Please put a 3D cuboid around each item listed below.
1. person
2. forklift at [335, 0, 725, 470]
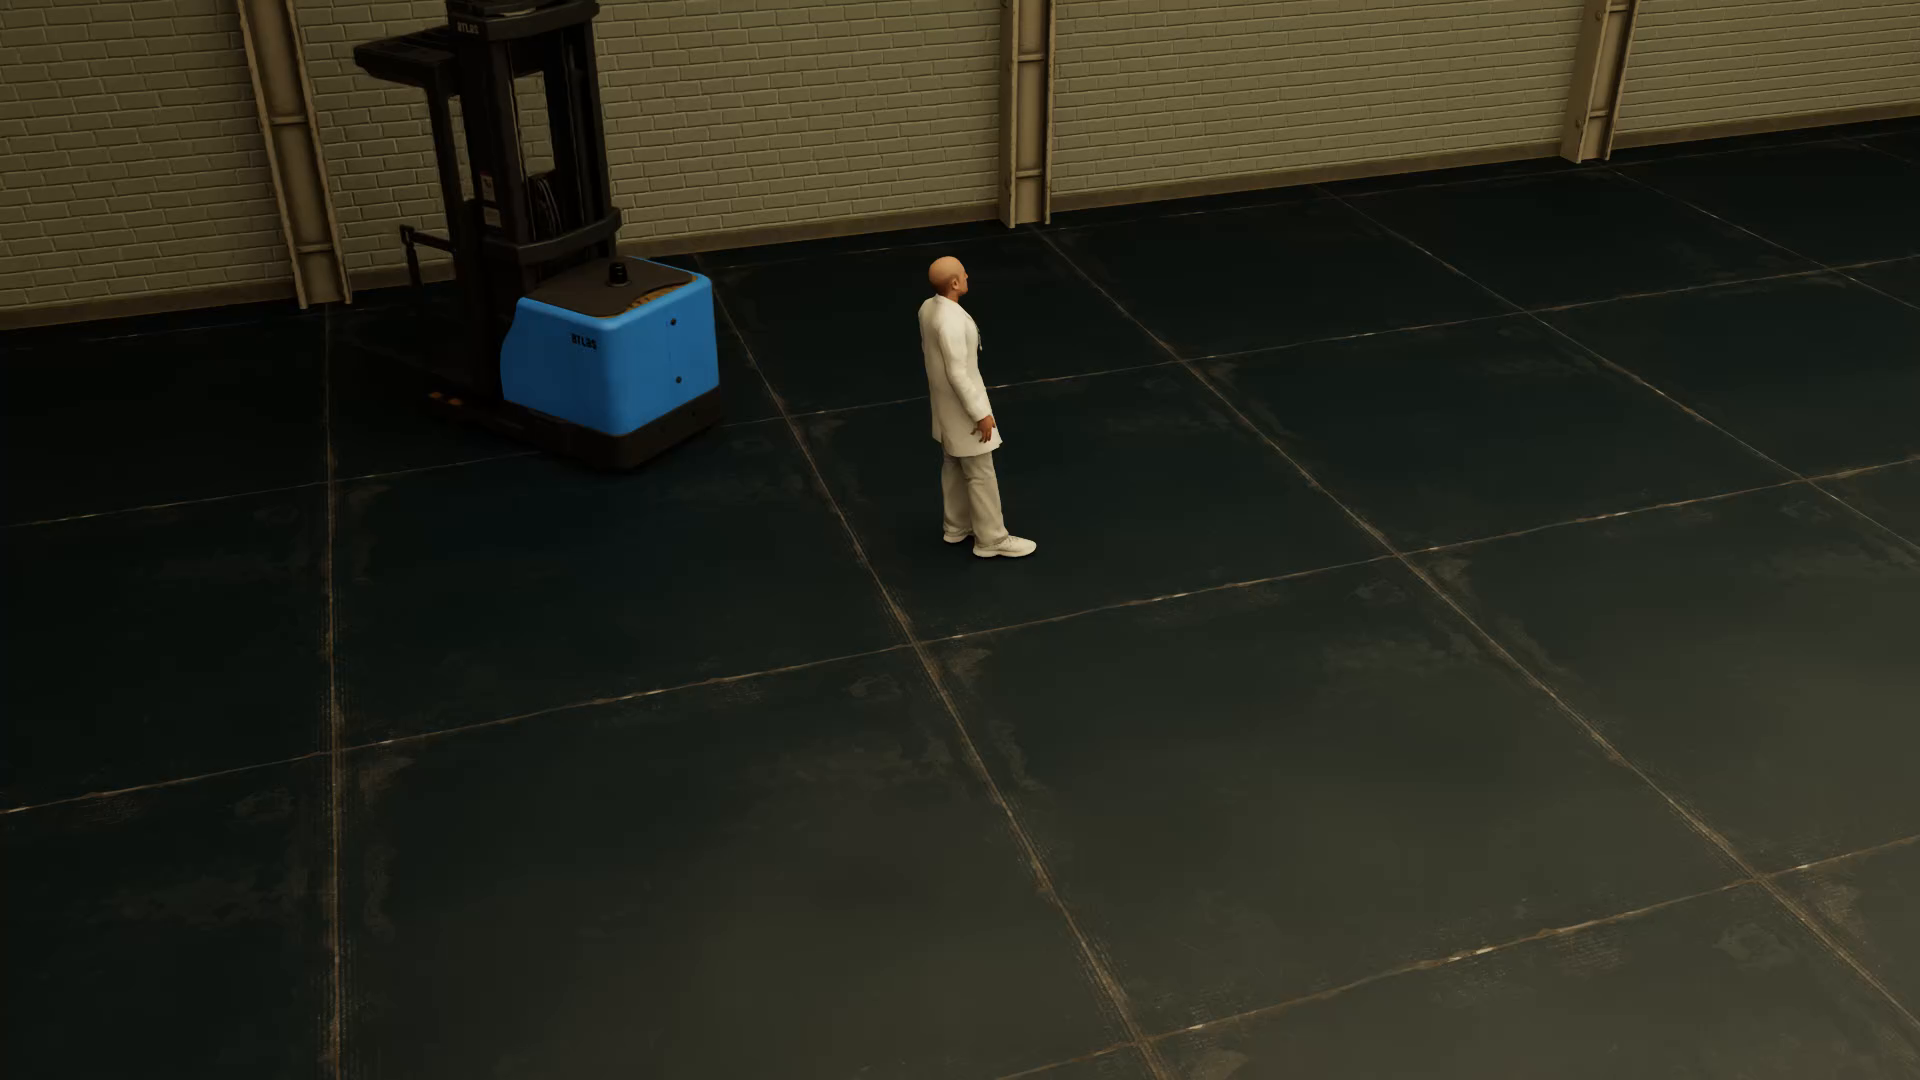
[{"bbox_3d":[0.087,-0.788,9.600,0.581,1.775,0.696,-10,31,-16],"label":"person"},{"bbox_3d":[-3.120,-2.273,11.038,3.031,2.935,1.130,18,35,29],"label":"forklift"}]
